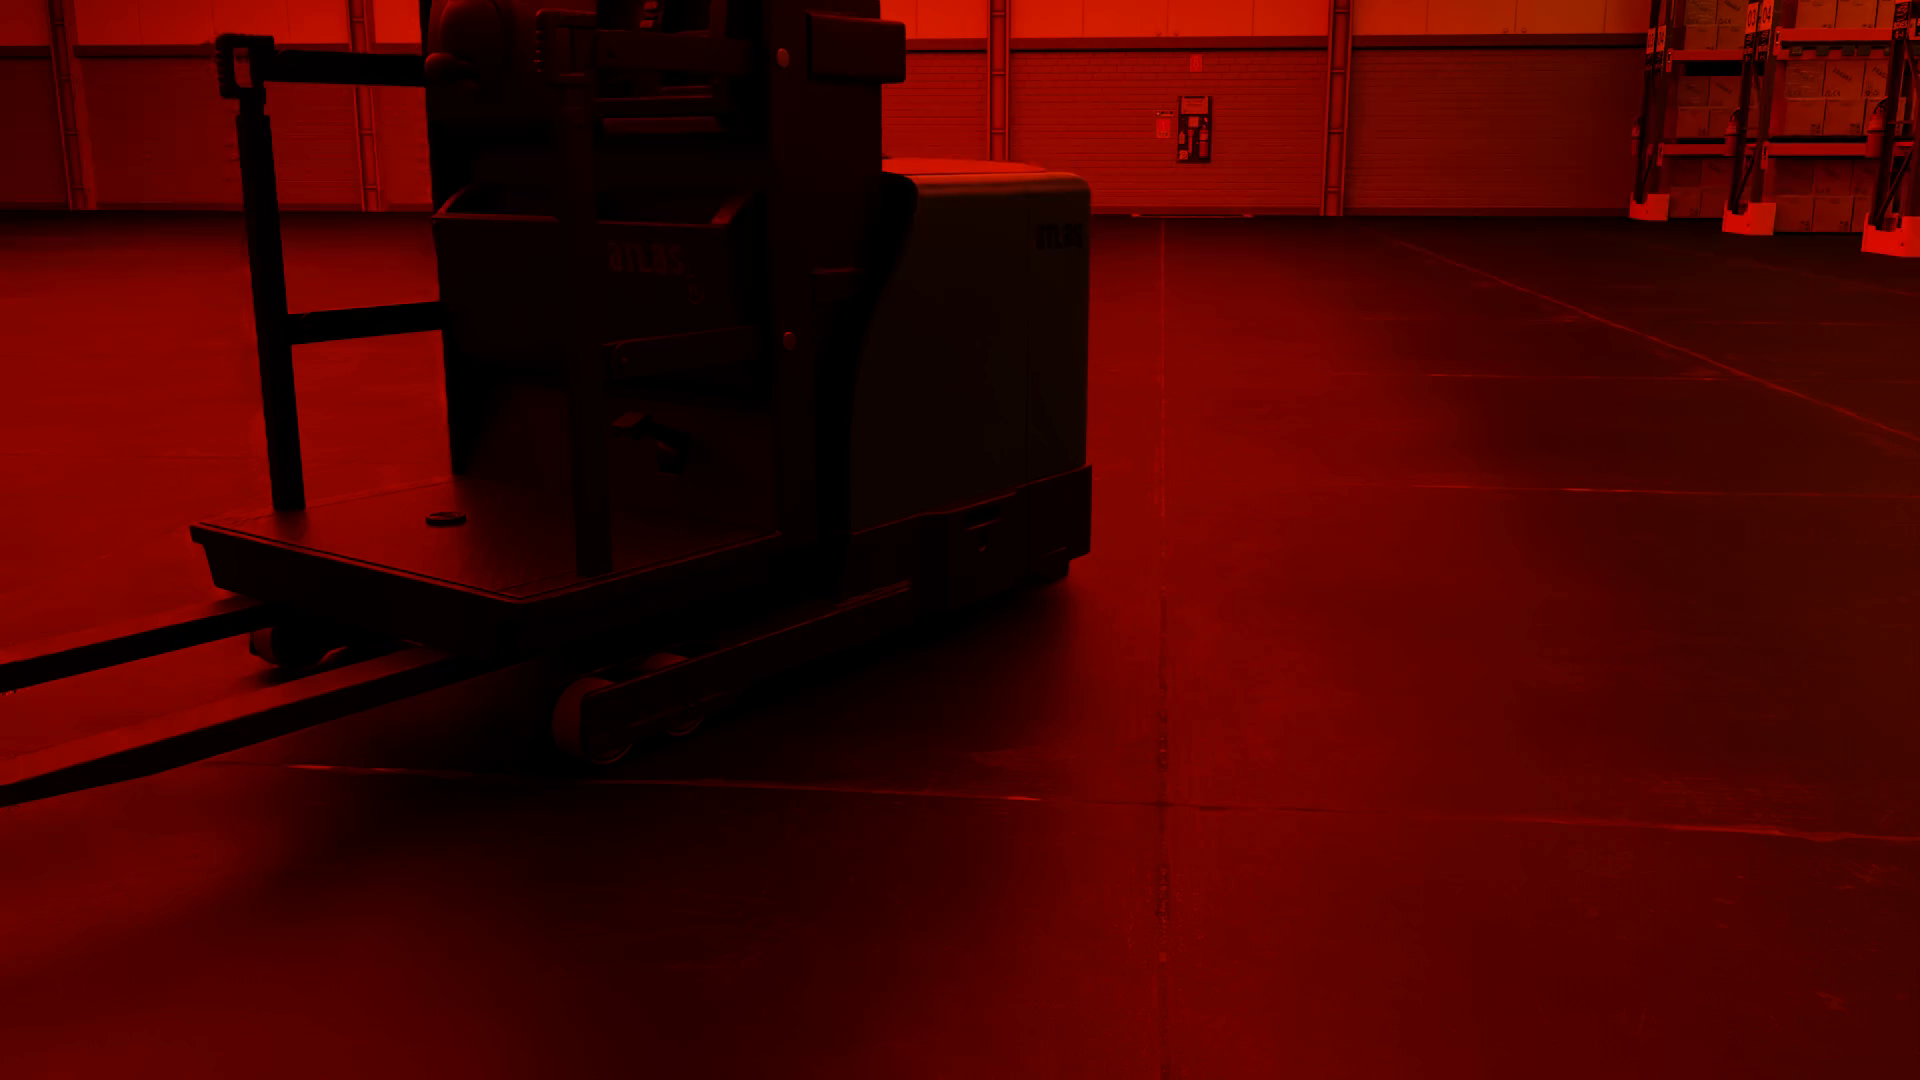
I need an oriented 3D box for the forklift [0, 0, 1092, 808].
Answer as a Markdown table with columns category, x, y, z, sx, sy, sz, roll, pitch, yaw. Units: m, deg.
| category | x | y | z | sx | sy | sz | roll | pitch | yaw |
| --- | --- | --- | --- | --- | --- | --- | --- | --- | --- |
| forklift | -0.922 | -1.128 | 3.333 | 1.130 | 2.935 | 3.031 | 9 | 16 | 35 |
